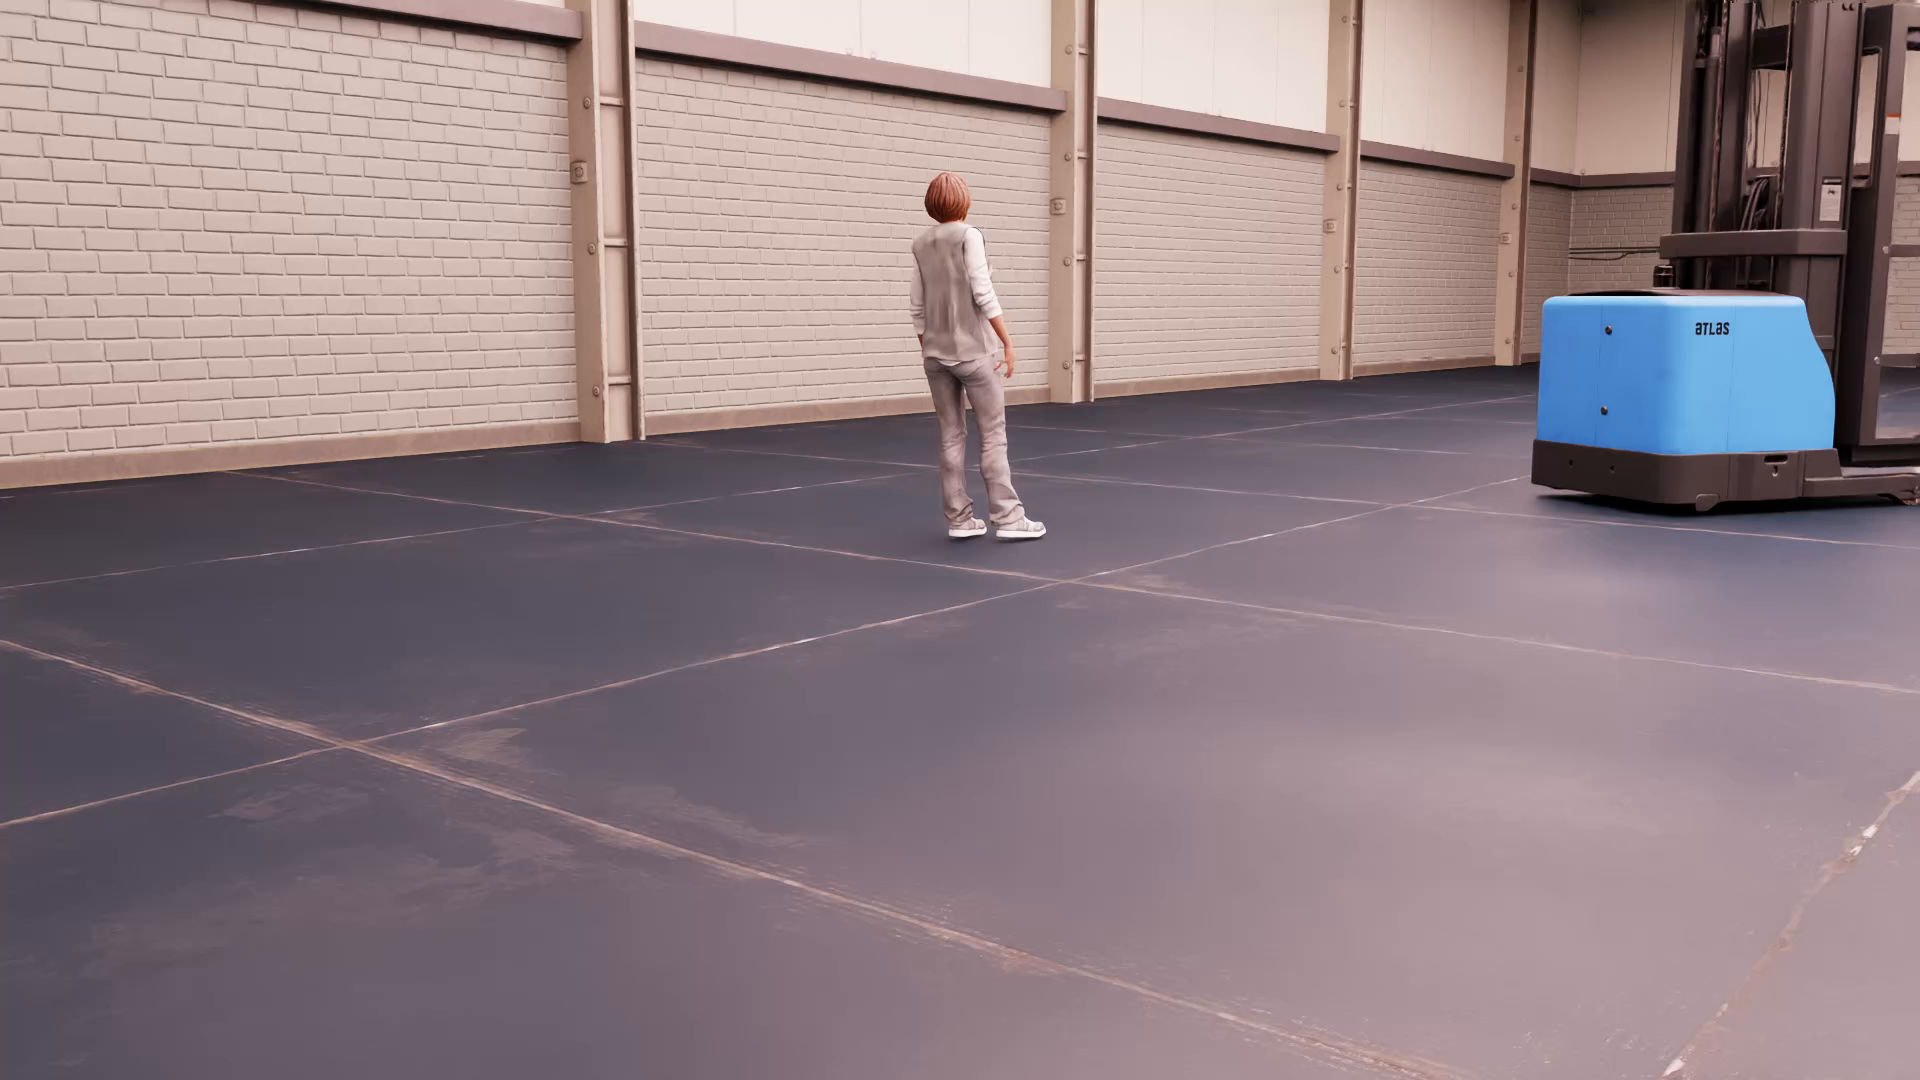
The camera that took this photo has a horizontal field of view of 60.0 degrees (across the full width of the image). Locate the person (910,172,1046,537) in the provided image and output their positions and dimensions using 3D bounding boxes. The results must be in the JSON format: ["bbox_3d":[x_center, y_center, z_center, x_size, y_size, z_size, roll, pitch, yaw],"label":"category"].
[{"bbox_3d":[0.057,-0.805,7.336,0.520,1.597,0.475,7,11,38],"label":"person"}]

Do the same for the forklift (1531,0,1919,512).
[{"bbox_3d":[4.661,-1.697,8.878,3.031,2.935,1.130,-3,9,-20],"label":"forklift"}]
